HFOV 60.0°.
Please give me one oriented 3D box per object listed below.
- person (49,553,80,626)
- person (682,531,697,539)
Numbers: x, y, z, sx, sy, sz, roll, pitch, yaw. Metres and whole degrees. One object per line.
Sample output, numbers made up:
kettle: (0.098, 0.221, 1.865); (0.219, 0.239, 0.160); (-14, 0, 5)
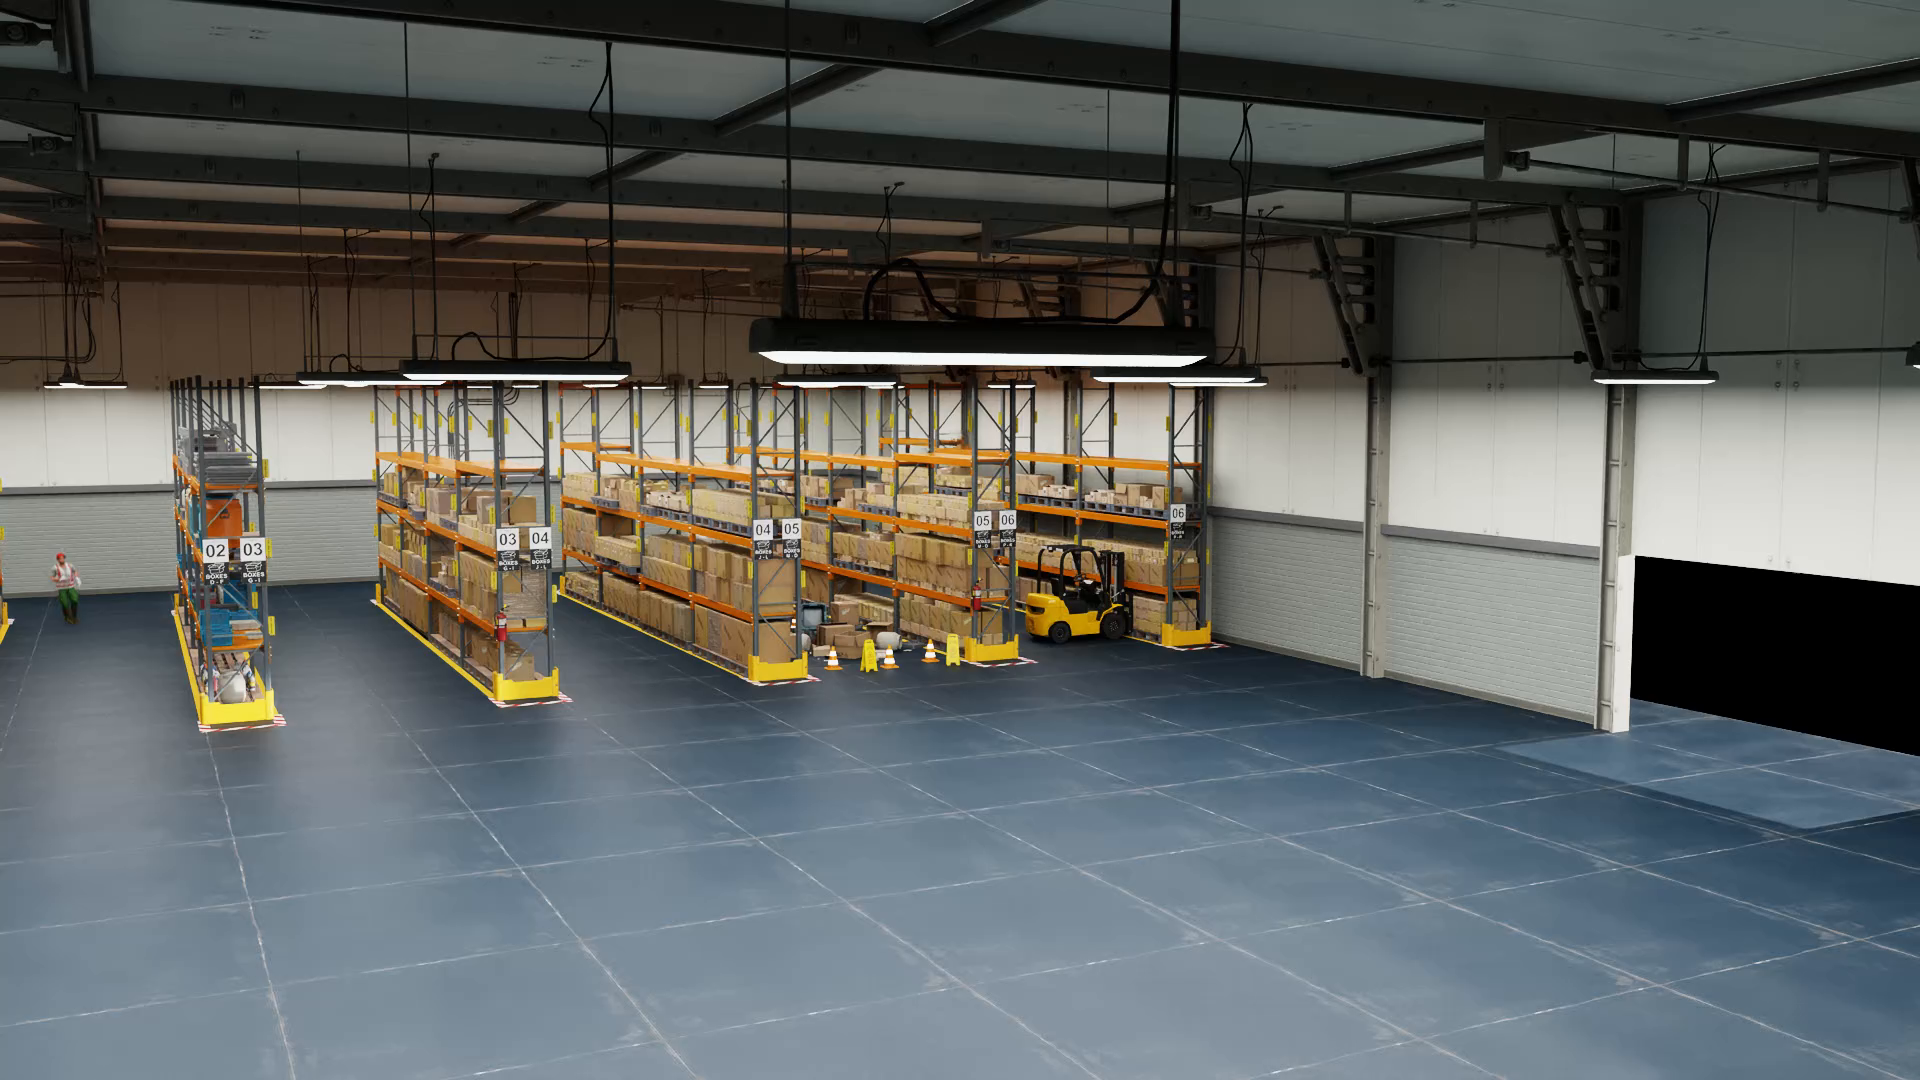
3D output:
person: (-21.966, 1.225, 40.835); (0.688, 1.825, 0.658); (-4, 6, -37)
person: (-8.218, 0.372, 50.375); (0.922, 1.844, 0.674); (-1, 5, -16)
